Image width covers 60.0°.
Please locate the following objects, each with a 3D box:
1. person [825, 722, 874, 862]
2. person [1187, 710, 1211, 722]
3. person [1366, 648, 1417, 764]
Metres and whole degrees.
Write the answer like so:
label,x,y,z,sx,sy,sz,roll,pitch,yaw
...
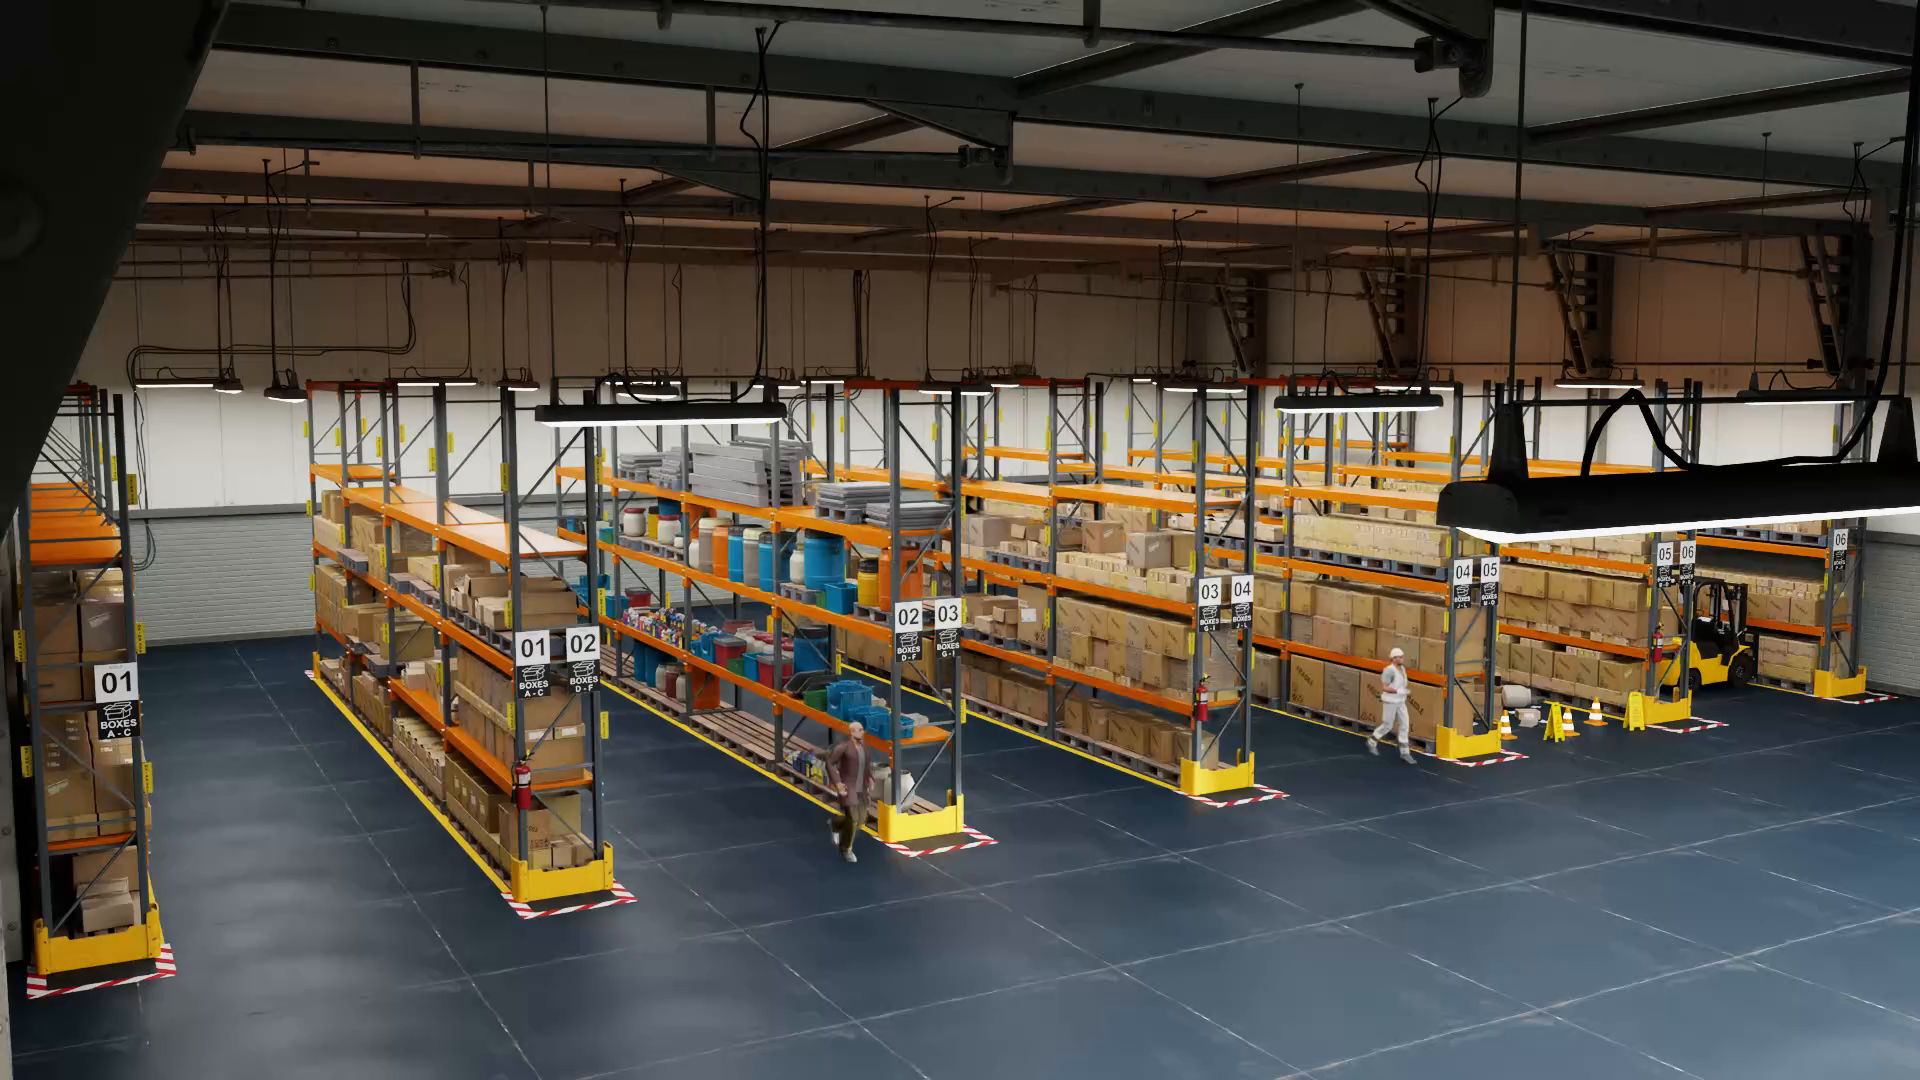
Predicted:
label,x,y,z,sx,sy,sz,roll,pitch,yaw
person,-1.420,3.211,21.483,0.700,1.735,0.764,6,8,43
person,4.287,2.417,29.194,0.568,1.623,0.648,-5,8,-40
person,6.911,2.615,26.535,0.684,1.819,0.864,-5,8,-41
